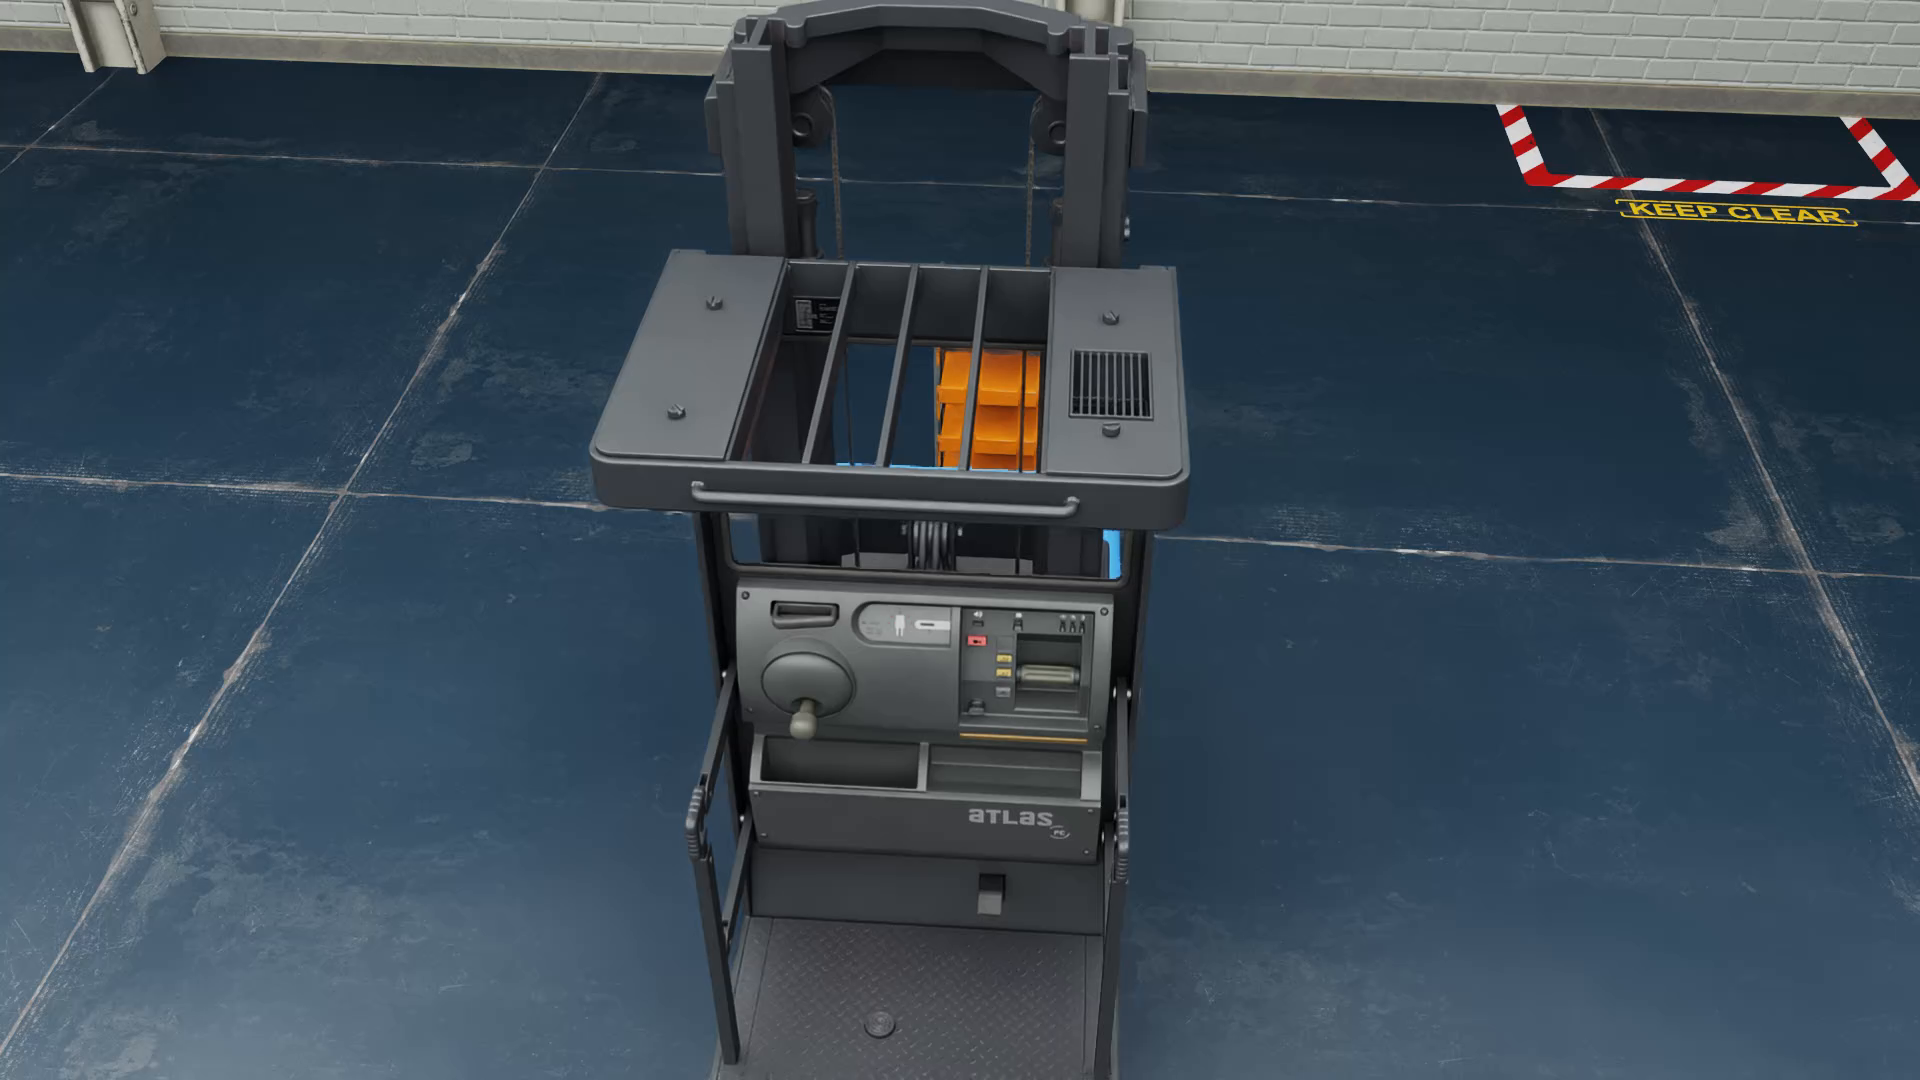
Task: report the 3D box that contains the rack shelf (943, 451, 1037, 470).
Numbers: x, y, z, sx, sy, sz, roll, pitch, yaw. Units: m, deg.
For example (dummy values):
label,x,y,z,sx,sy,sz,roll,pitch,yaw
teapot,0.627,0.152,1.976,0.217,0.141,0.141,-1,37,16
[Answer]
label,x,y,z,sx,sy,sz,roll,pitch,yaw
rack shelf,0.165,-0.250,6.528,0.480,0.148,0.258,3,39,4

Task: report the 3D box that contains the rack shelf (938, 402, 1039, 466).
label,x,y,z,sx,sy,sz,roll,pitch,yaw
rack shelf,0.165,-0.404,6.403,0.480,0.148,0.258,3,39,4

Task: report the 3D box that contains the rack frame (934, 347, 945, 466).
label,x,y,z,sx,sy,sz,roll,pitch,yaw
rack frame,-0.078,-0.470,6.376,0.015,1.200,0.240,3,39,4

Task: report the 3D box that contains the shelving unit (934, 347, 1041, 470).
label,x,y,z,sx,sy,sz,roll,pitch,yaw
shelving unit,0.165,-0.456,6.360,0.503,1.200,0.258,3,39,4

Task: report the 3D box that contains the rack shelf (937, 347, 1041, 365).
label,x,y,z,sx,sy,sz,roll,pitch,yaw
rack shelf,0.165,-0.761,6.112,0.480,0.148,0.258,3,39,4

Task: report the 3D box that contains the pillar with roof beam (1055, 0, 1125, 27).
label,x,y,z,sx,sy,sz,roll,pitch,yaw
pillar with roof beam,0.385,-3.448,3.858,0.400,9.000,9.100,3,39,4

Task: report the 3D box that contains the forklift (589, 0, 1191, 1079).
label,x,y,z,sx,sy,sz,roll,pitch,yaw
forklift,-0.103,0.386,3.954,1.130,2.935,3.031,2,39,3

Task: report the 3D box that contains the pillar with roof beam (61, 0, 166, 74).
label,x,y,z,sx,sy,sz,roll,pitch,yaw
pillar with roof beam,-5.593,-3.775,4.260,0.400,9.000,9.100,3,39,4

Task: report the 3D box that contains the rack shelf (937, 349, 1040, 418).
label,x,y,z,sx,sy,sz,roll,pitch,yaw
rack shelf,0.165,-0.578,6.261,0.480,0.148,0.258,3,39,4
